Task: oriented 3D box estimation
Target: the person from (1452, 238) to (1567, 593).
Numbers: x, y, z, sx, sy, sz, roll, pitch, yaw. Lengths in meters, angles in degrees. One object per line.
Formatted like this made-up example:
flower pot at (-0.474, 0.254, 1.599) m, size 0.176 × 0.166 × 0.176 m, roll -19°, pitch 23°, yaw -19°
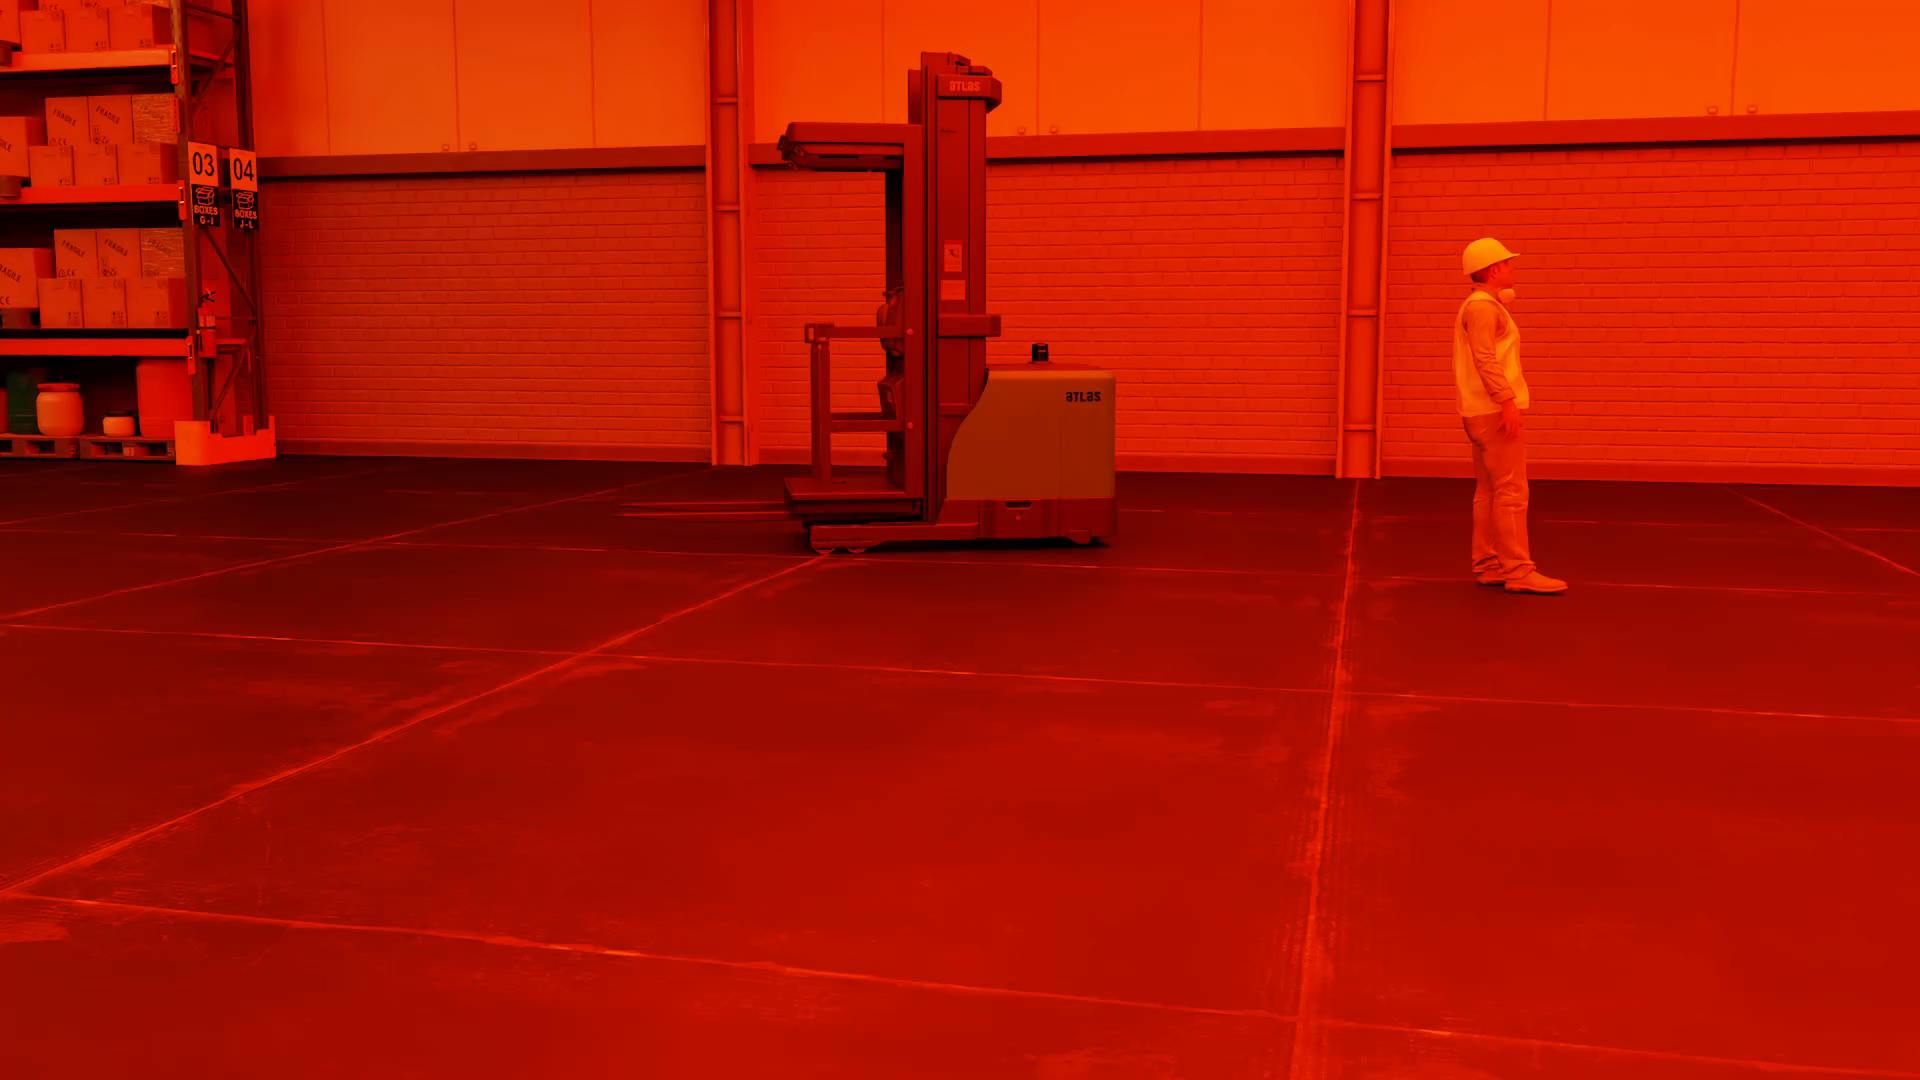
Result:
person at (2.808, -0.653, 8.521) m, size 0.569 × 1.773 × 0.632 m, roll 1°, pitch 7°, yaw 11°

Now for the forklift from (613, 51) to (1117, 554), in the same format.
forklift at (-0.602, -1.443, 10.231) m, size 3.031 × 2.935 × 1.130 m, roll -1°, pitch 7°, yaw -8°
